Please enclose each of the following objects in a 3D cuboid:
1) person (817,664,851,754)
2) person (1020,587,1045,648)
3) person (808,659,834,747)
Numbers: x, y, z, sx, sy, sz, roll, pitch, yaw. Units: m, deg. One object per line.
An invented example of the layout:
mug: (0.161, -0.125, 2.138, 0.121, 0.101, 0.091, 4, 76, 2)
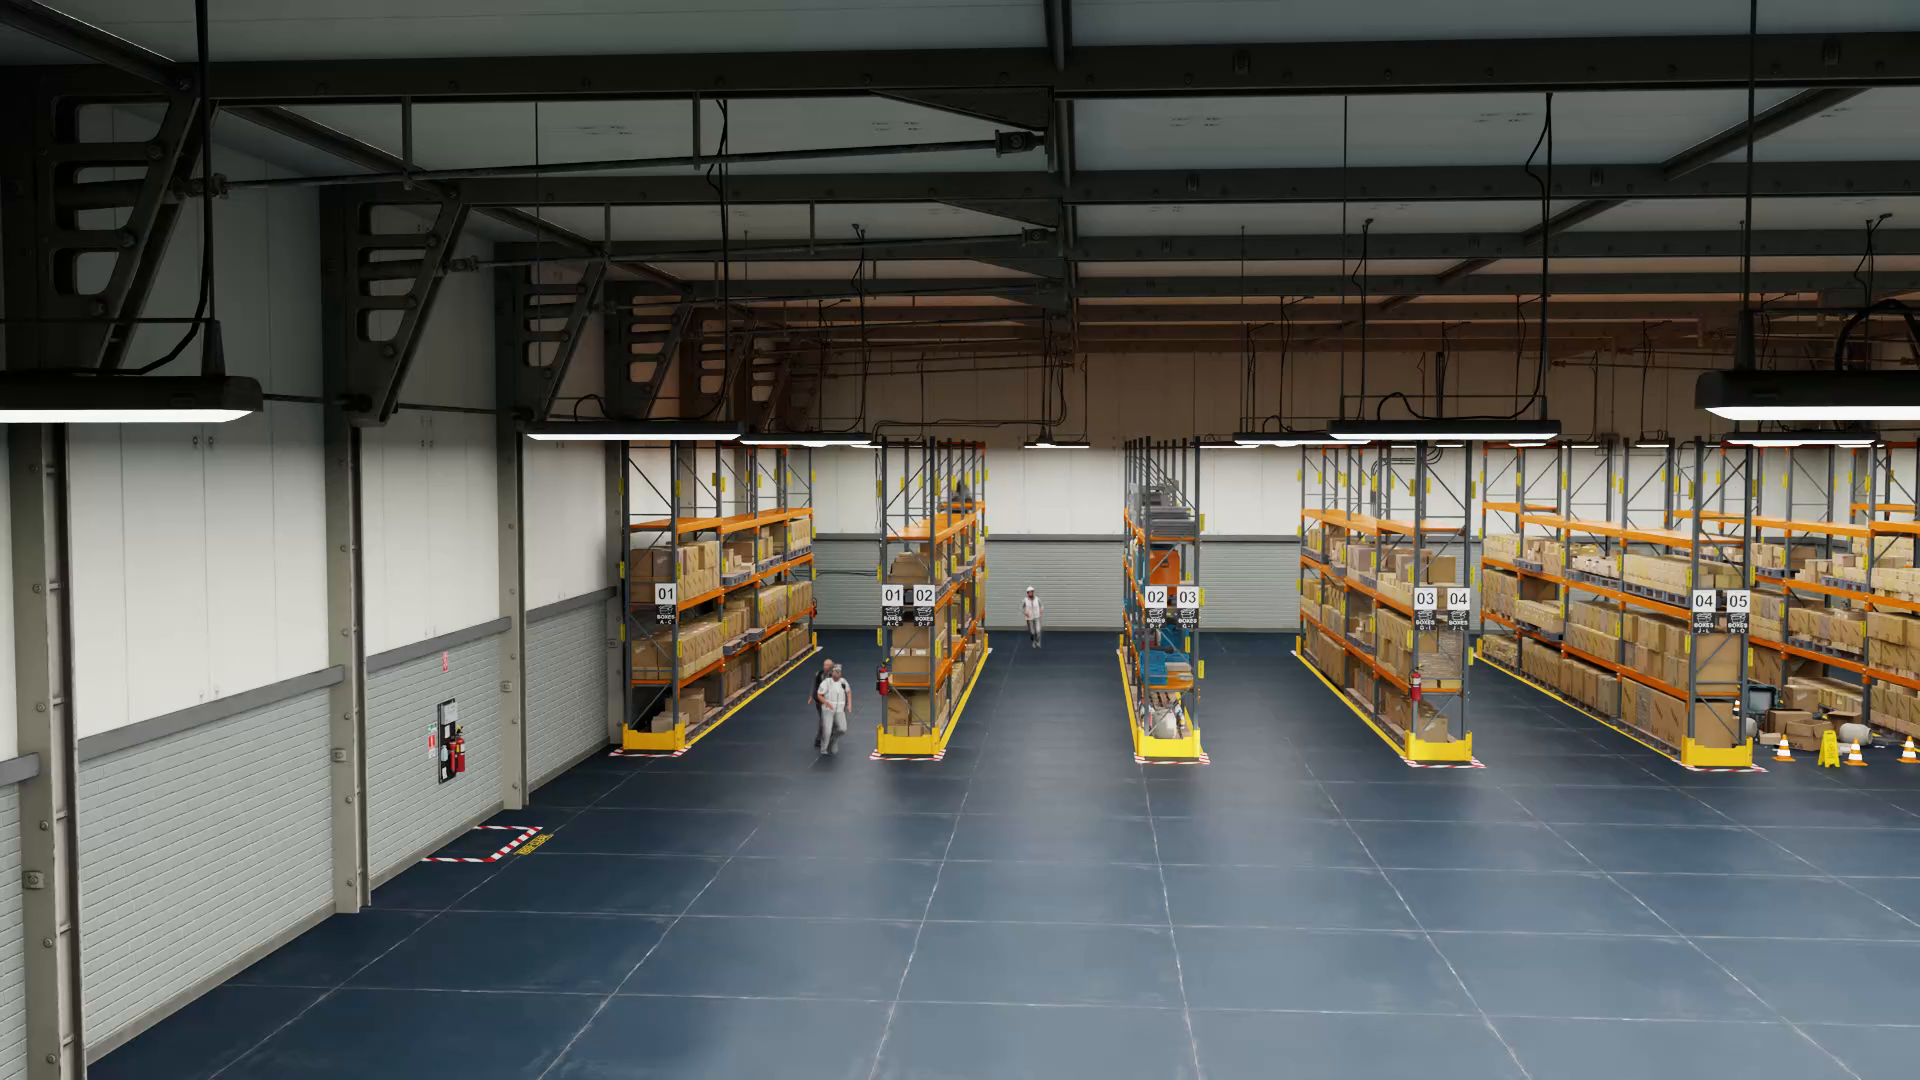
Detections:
person: (-2.331, 3.177, 31.246, 0.724, 1.712, 0.591, -1, 3, -24)
person: (2.011, 2.164, 46.144, 0.693, 1.733, 0.603, 0, 3, -7)
person: (-2.641, 3.147, 32.462, 0.603, 1.665, 0.973, 2, 4, 30)
